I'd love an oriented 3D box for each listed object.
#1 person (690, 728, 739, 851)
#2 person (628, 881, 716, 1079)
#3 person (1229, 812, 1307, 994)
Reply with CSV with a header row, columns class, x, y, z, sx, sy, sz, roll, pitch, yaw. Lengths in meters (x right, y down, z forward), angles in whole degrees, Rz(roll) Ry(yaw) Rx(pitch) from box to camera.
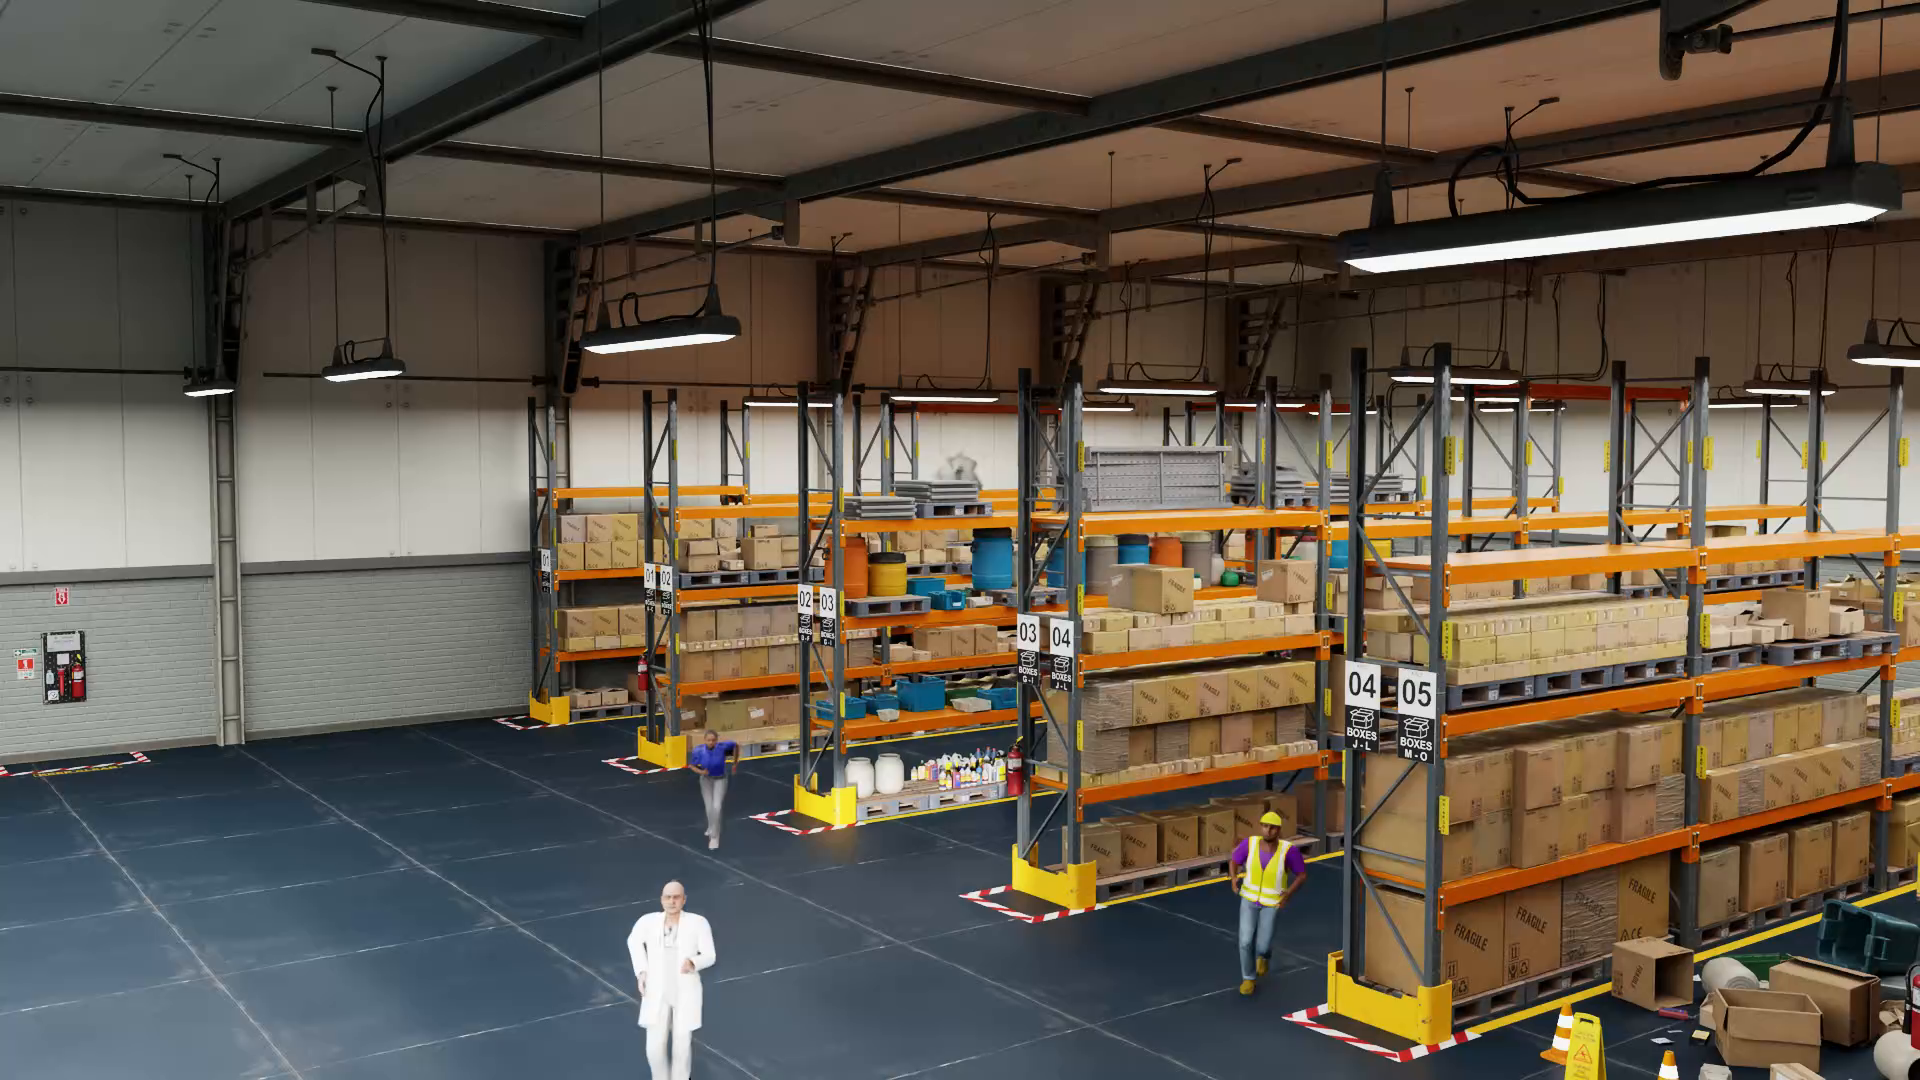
class,x,y,z,sx,sy,sz,roll,pitch,yaw
person,-3.137,3.161,21.307,0.614,1.587,0.964,0,3,-5
person,-2.217,3.534,12.750,0.685,1.808,0.737,0,3,-6
person,2.876,3.392,15.654,0.730,1.712,0.631,2,4,25
